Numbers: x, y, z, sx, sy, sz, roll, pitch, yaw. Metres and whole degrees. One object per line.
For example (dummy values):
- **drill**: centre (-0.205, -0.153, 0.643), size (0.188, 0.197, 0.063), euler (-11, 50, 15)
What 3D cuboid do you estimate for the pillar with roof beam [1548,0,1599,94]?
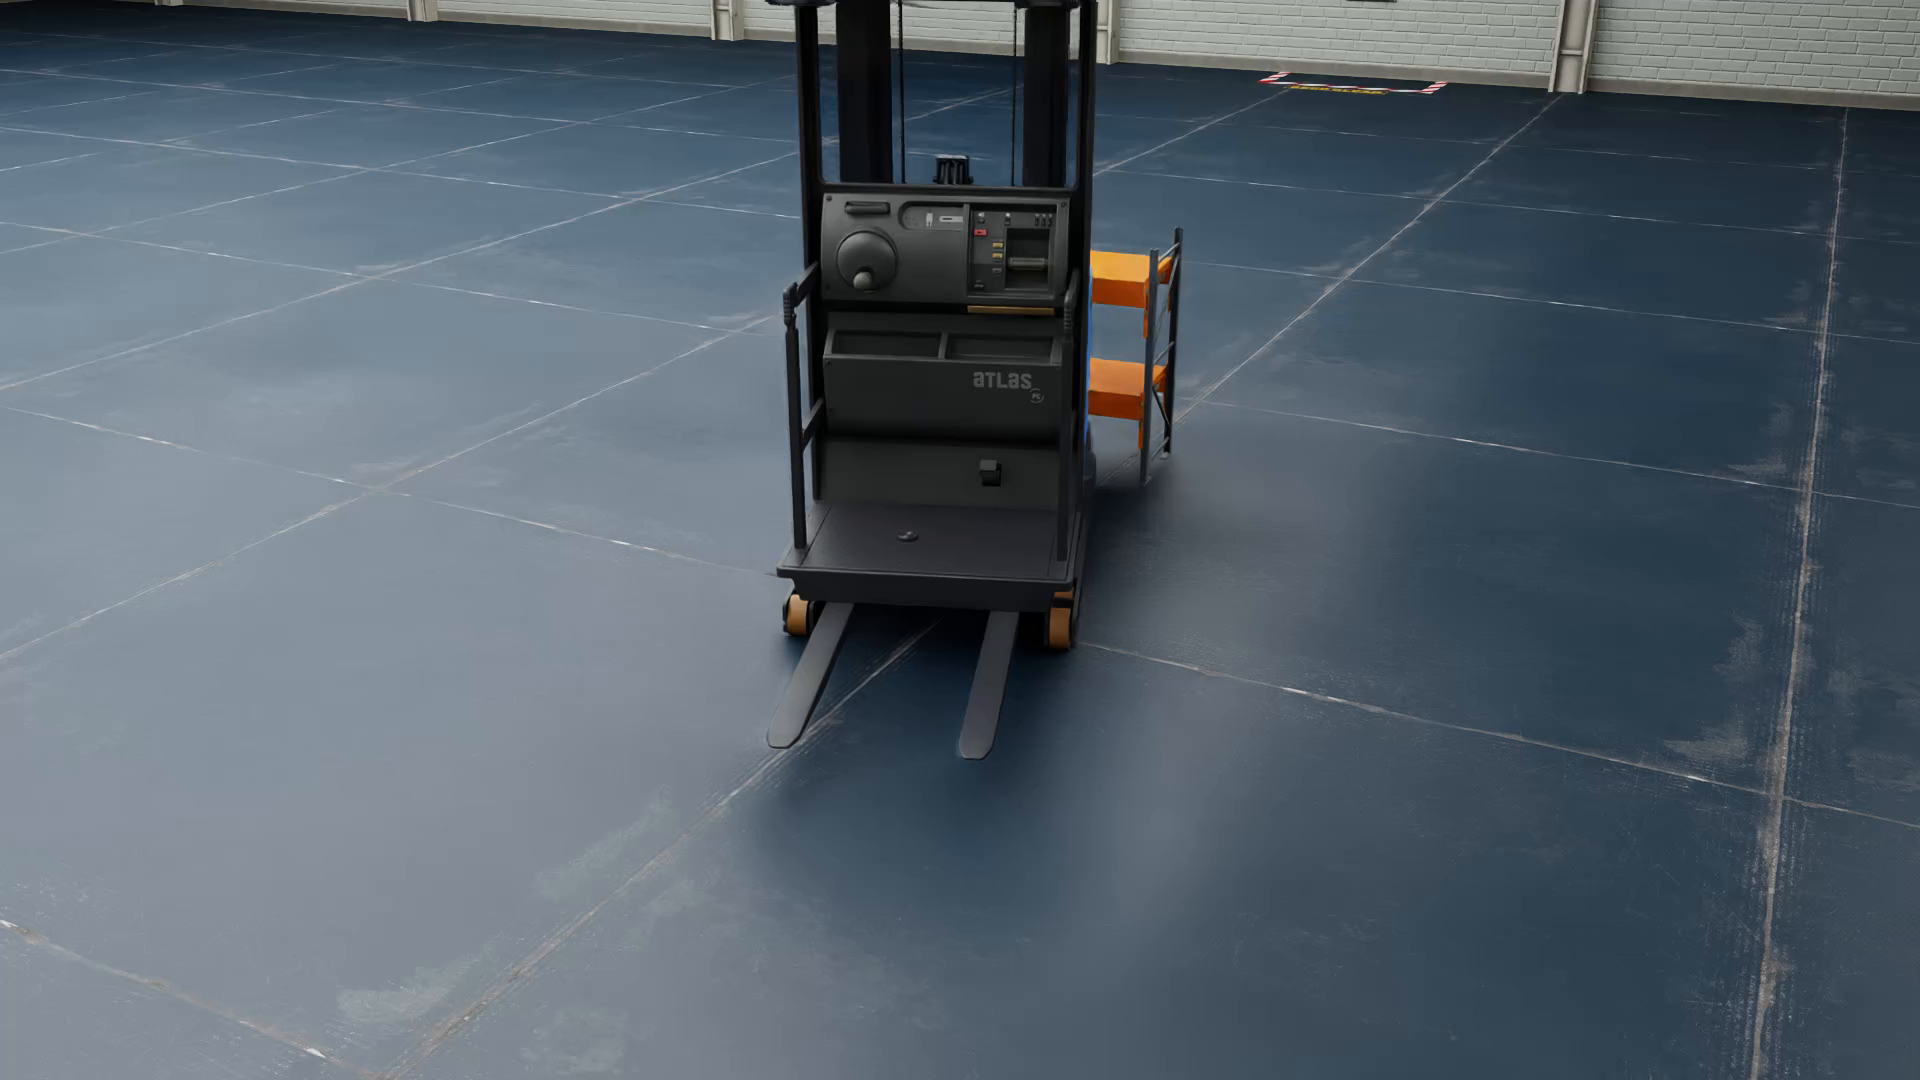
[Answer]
- **pillar with roof beam**: centre (5.308, -7.999, 14.560), size (0.400, 9.000, 9.100), euler (11, 25, 25)

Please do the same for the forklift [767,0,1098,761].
- **forklift**: centre (-0.081, -1.075, 6.032), size (1.130, 2.935, 3.031), euler (3, 23, 6)

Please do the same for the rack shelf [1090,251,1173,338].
- **rack shelf**: centre (0.476, -1.209, 7.907), size (1.000, 0.278, 0.538), euler (8, 24, 19)

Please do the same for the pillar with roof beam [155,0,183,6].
- **pillar with roof beam**: centre (-16.110, -12.236, 24.525), size (0.400, 9.000, 9.100), euler (11, 25, 25)

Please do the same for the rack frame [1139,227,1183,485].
- **rack frame**: centre (0.951, -0.869, 7.856), size (0.032, 1.125, 0.500), euler (8, 24, 19)

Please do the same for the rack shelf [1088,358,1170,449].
- **rack shelf**: centre (0.476, -0.715, 8.117), size (1.000, 0.278, 0.538), euler (8, 24, 19)

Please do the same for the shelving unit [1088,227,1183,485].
- **shelving unit**: centre (0.476, -0.940, 8.022), size (1.048, 1.125, 0.538), euler (8, 24, 19)

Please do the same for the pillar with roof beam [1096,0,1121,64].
- **pillar with roof beam**: centre (-0.047, -9.058, 17.051), size (0.400, 9.000, 9.100), euler (11, 25, 25)

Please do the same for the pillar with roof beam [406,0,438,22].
- **pillar with roof beam**: centre (-10.756, -11.177, 22.033), size (0.400, 9.000, 9.100), euler (11, 25, 25)

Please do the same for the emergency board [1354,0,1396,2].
- **emergency board**: centre (5.063, -7.199, 20.345), size (0.626, 1.169, 0.157), euler (11, 25, 25)

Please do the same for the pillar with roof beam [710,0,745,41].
- **pillar with roof beam**: centre (-5.401, -10.118, 19.542), size (0.400, 9.000, 9.100), euler (11, 25, 25)
